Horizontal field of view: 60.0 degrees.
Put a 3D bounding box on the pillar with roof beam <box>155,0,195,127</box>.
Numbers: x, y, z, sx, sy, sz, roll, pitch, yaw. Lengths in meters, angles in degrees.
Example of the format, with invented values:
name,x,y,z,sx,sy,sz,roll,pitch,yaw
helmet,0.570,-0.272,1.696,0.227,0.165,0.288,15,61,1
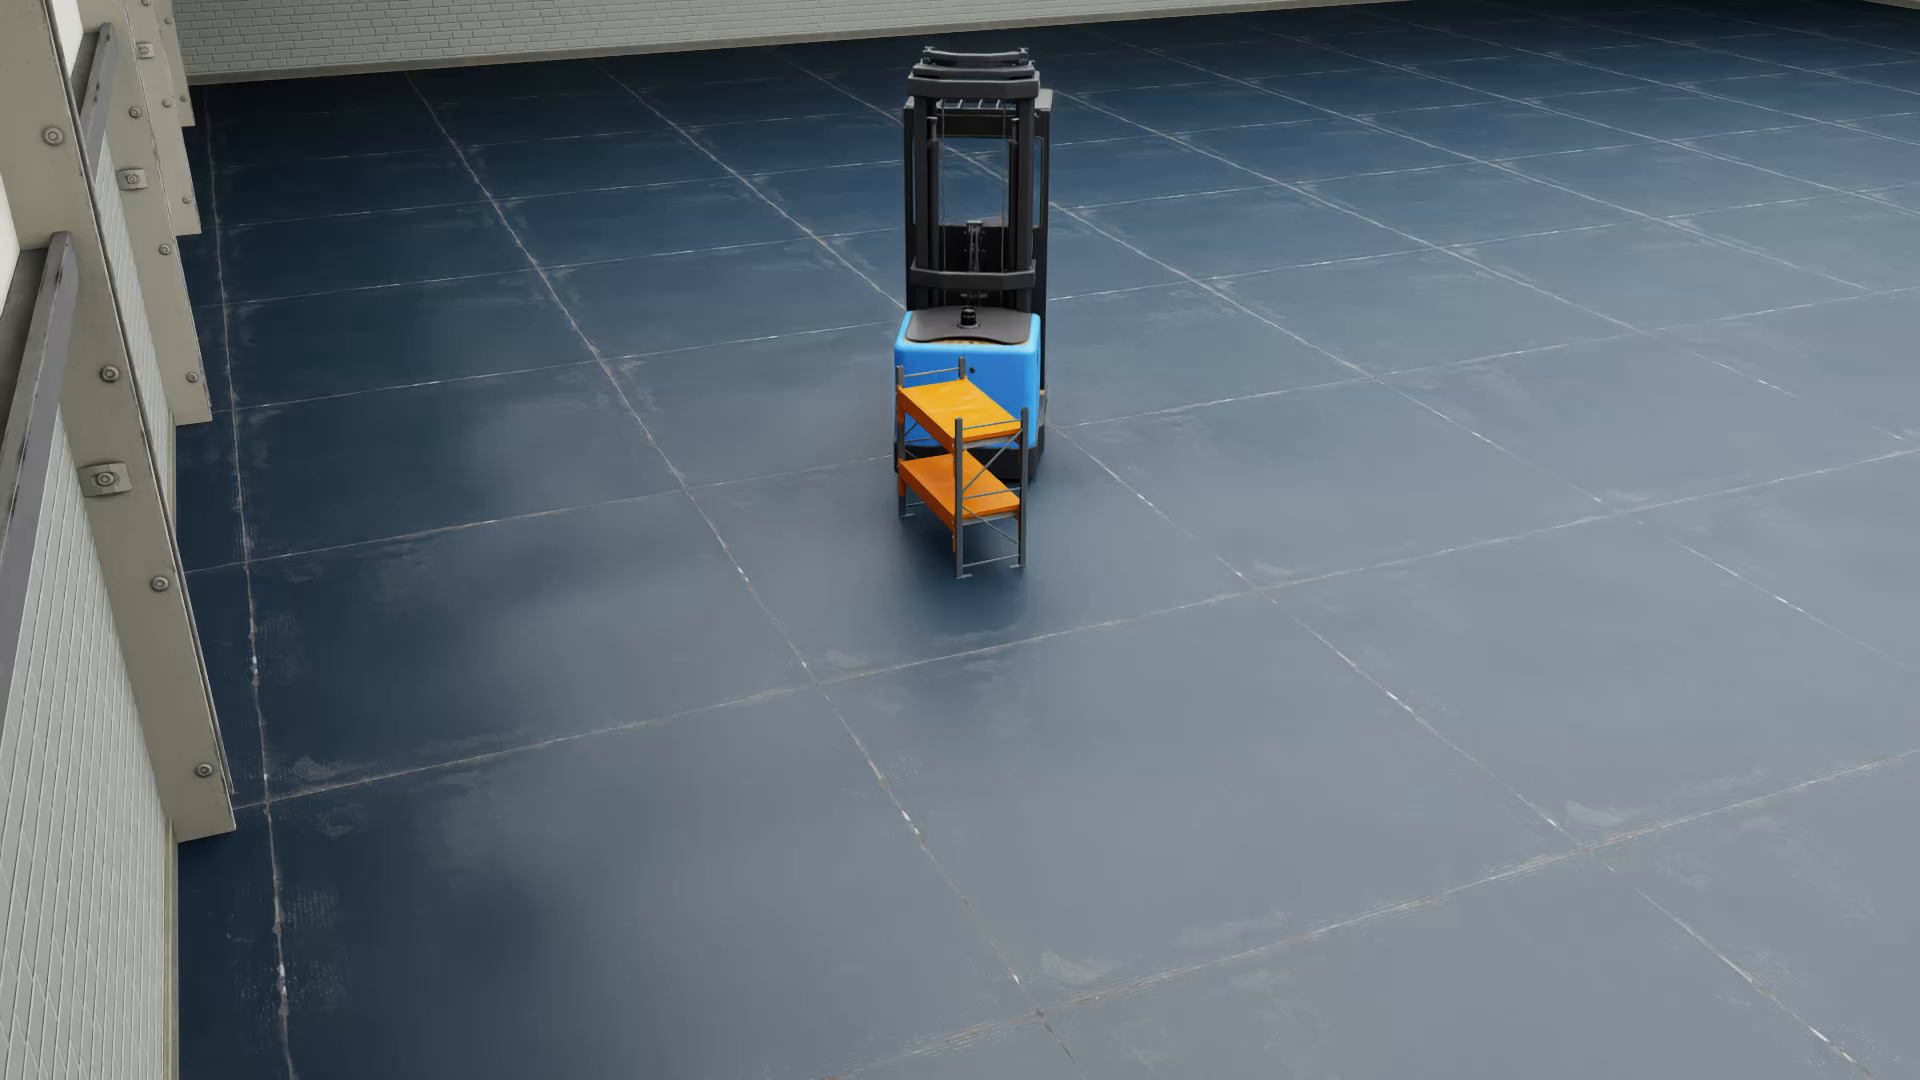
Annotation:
name,x,y,z,sx,sy,sz,roll,pitch,yaw
pillar with roof beam,-6.964,-10.639,22.929,9.100,9.000,0.400,-11,28,-21

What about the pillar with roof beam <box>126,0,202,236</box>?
name,x,y,z,sx,sy,sz,roll,pitch,yaw
pillar with roof beam,-4.615,-8.217,17.968,9.100,9.000,0.400,-11,28,-21

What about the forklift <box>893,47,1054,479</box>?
name,x,y,z,sx,sy,sz,roll,pitch,yaw
forklift,0.145,-2.371,12.911,1.130,2.935,3.031,2,26,4

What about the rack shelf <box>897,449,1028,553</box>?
name,x,y,z,sx,sy,sz,roll,pitch,yaw
rack shelf,0.003,-0.283,11.251,0.538,0.278,1.000,-11,28,-21

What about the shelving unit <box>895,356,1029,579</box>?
name,x,y,z,sx,sy,sz,roll,pitch,yaw
shelving unit,0.003,-0.503,11.144,0.538,1.125,1.048,-11,28,-21

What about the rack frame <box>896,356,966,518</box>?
name,x,y,z,sx,sy,sz,roll,pitch,yaw
rack frame,-0.196,-0.708,11.564,0.500,1.125,0.032,-11,28,-21

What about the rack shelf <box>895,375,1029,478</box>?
name,x,y,z,sx,sy,sz,roll,pitch,yaw
rack shelf,0.003,-0.766,11.015,0.538,0.278,1.000,-11,28,-21

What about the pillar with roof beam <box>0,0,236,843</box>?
name,x,y,z,sx,sy,sz,roll,pitch,yaw
pillar with roof beam,0.085,-3.372,8.046,9.100,9.000,0.400,-11,28,-21

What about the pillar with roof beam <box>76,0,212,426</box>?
name,x,y,z,sx,sy,sz,roll,pitch,yaw
pillar with roof beam,-2.265,-5.794,13.007,9.100,9.000,0.400,-11,28,-21

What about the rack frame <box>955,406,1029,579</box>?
name,x,y,z,sx,sy,sz,roll,pitch,yaw
rack frame,0.202,-0.298,10.723,0.500,1.125,0.032,-11,28,-21
